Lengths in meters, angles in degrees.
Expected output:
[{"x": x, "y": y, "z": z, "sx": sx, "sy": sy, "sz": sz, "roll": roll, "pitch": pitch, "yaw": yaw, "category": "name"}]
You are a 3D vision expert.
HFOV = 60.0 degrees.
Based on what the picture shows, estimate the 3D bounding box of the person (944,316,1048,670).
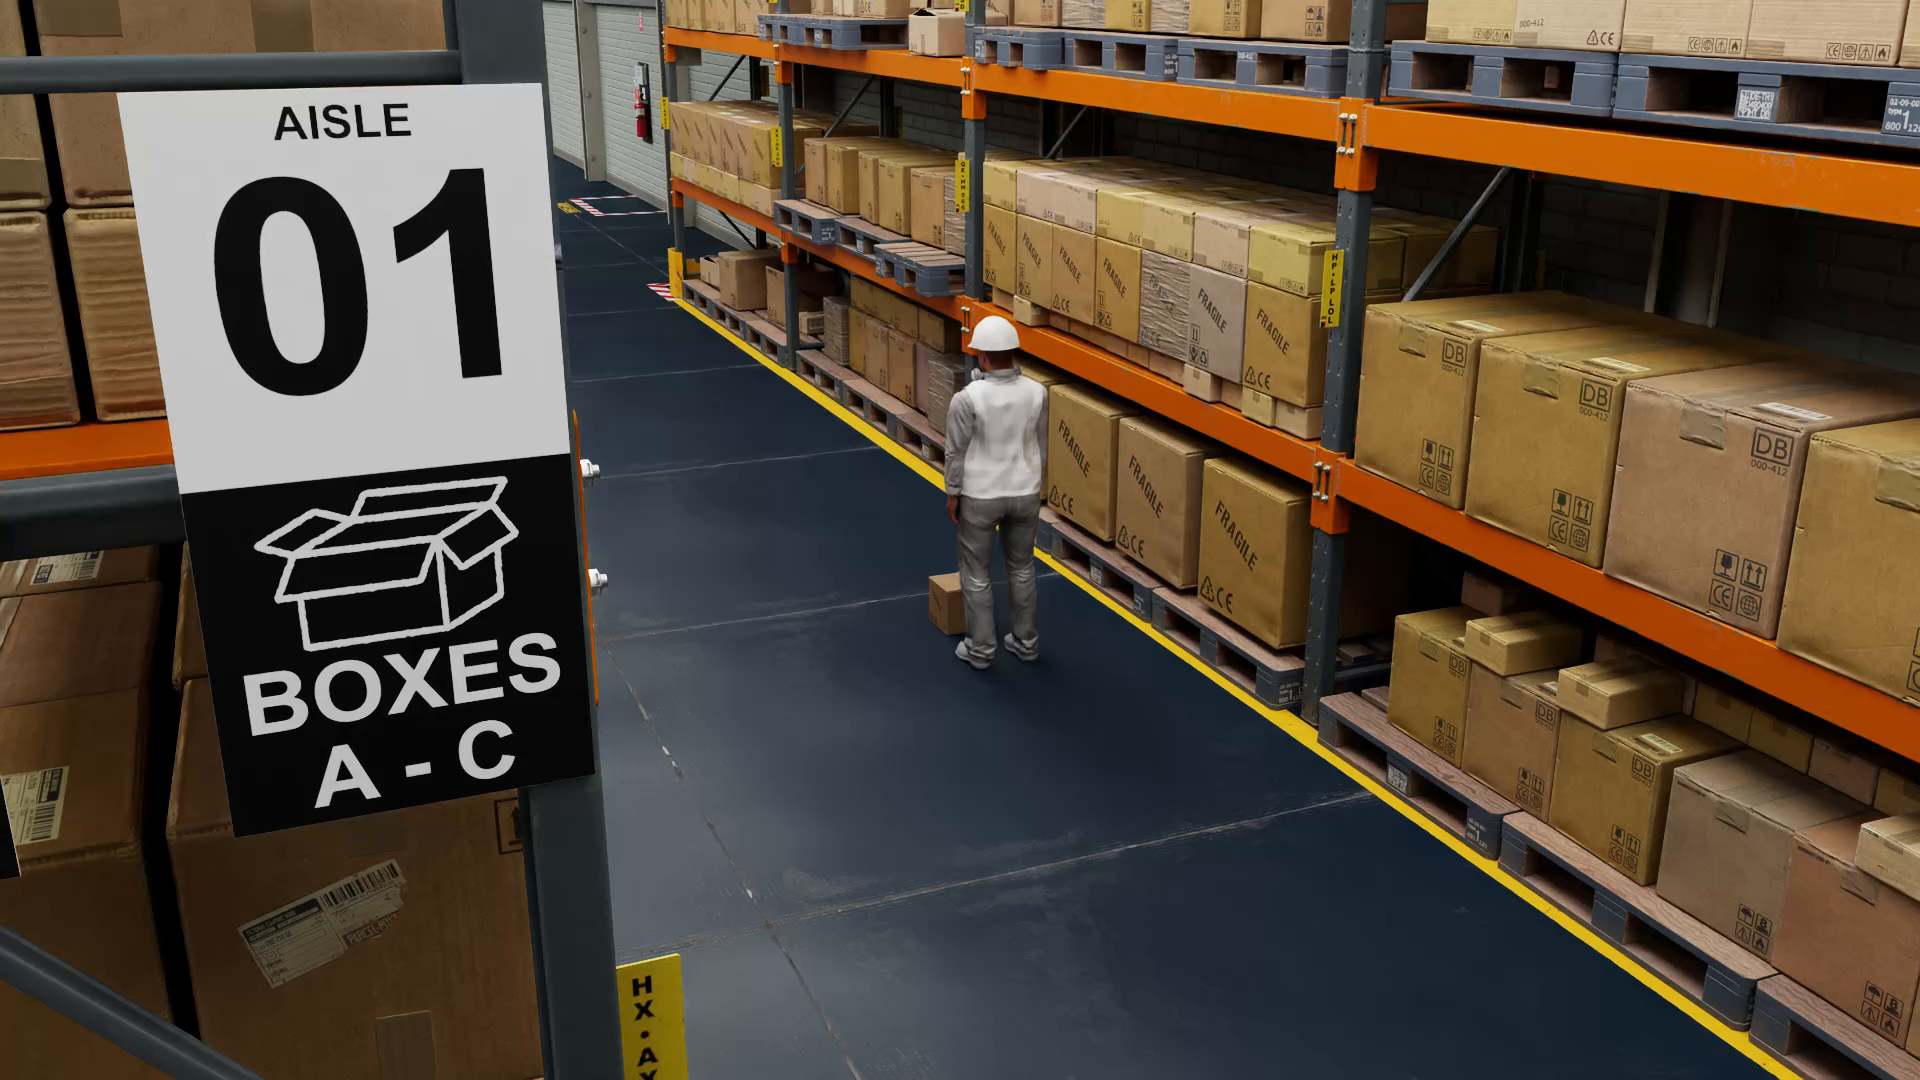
[{"x": 0.171, "y": -0.231, "z": 8.222, "sx": 0.533, "sy": 1.764, "sz": 0.358, "roll": -7, "pitch": 20, "yaw": -20, "category": "person"}]
